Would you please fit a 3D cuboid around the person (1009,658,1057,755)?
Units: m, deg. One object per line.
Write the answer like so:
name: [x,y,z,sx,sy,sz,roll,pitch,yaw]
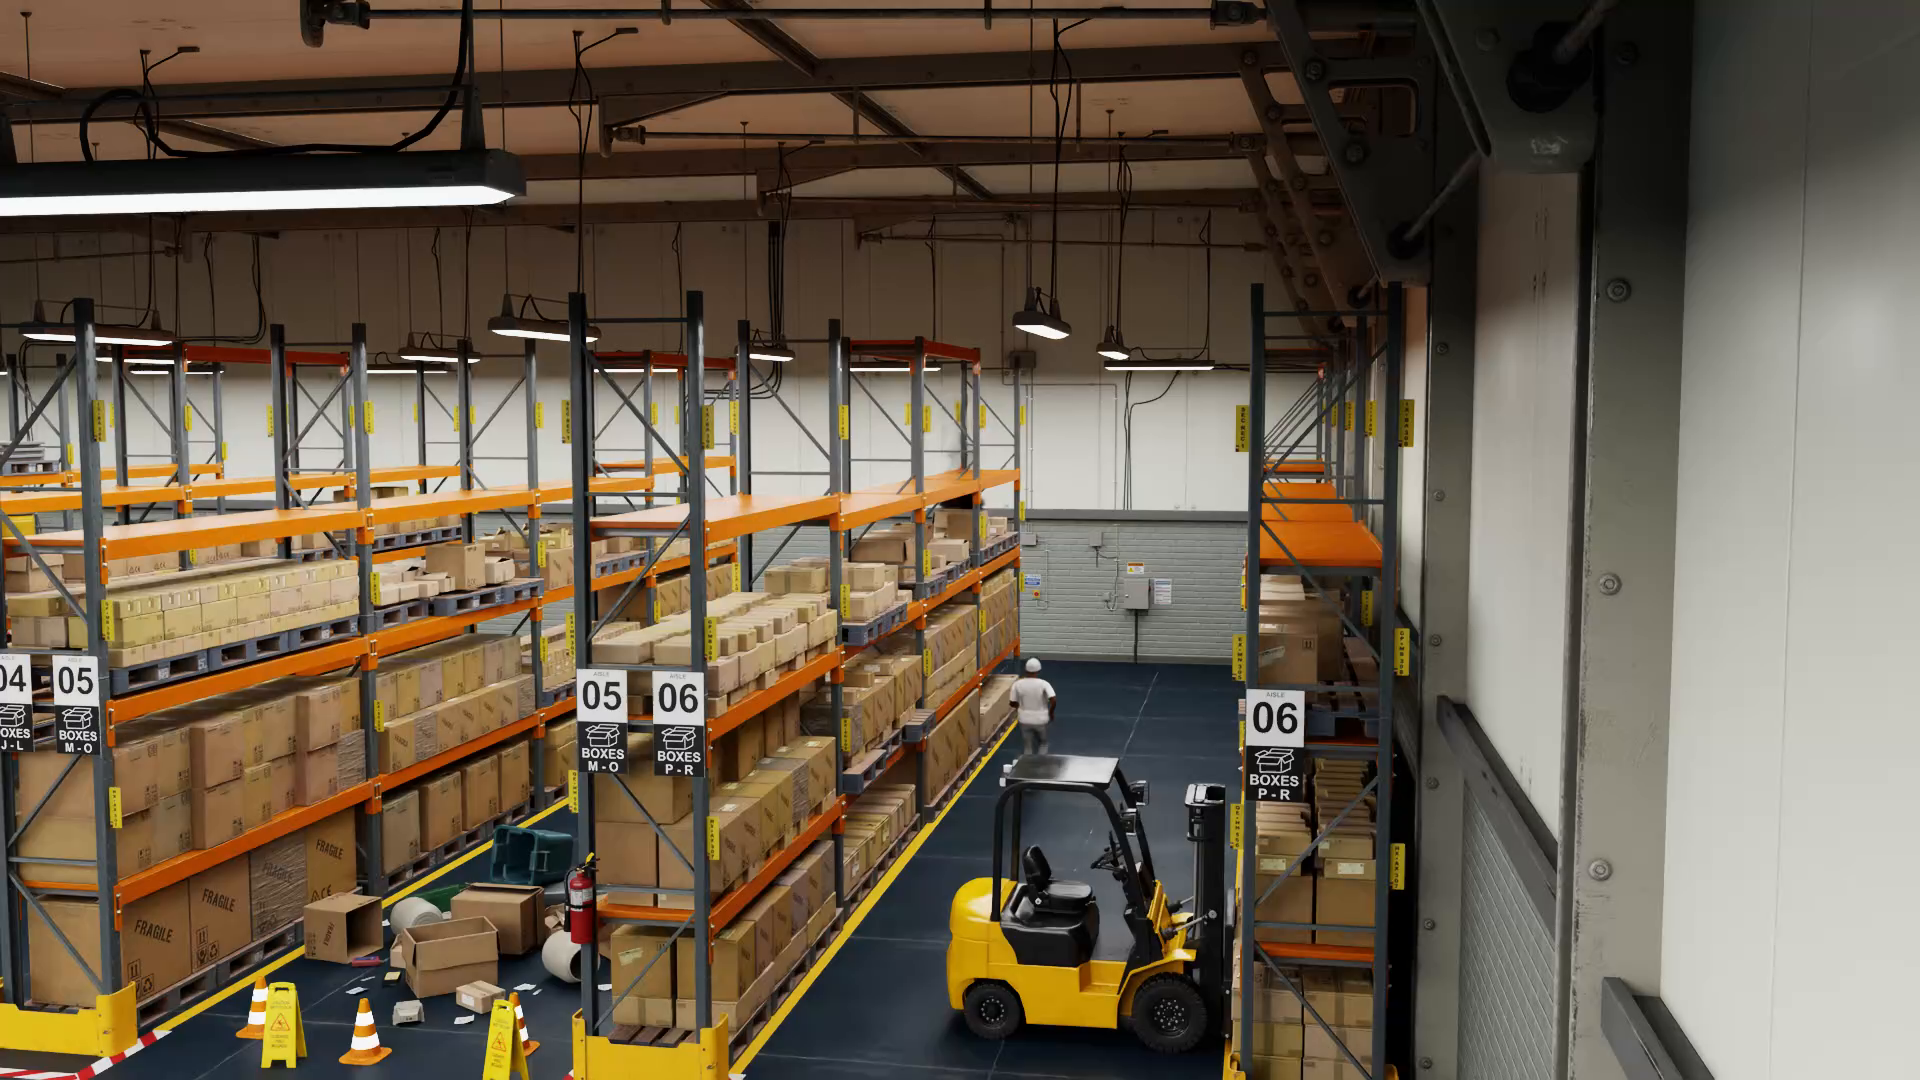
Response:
person: [1.005,2.486,22.475,0.675,1.807,0.693,1,5,10]
